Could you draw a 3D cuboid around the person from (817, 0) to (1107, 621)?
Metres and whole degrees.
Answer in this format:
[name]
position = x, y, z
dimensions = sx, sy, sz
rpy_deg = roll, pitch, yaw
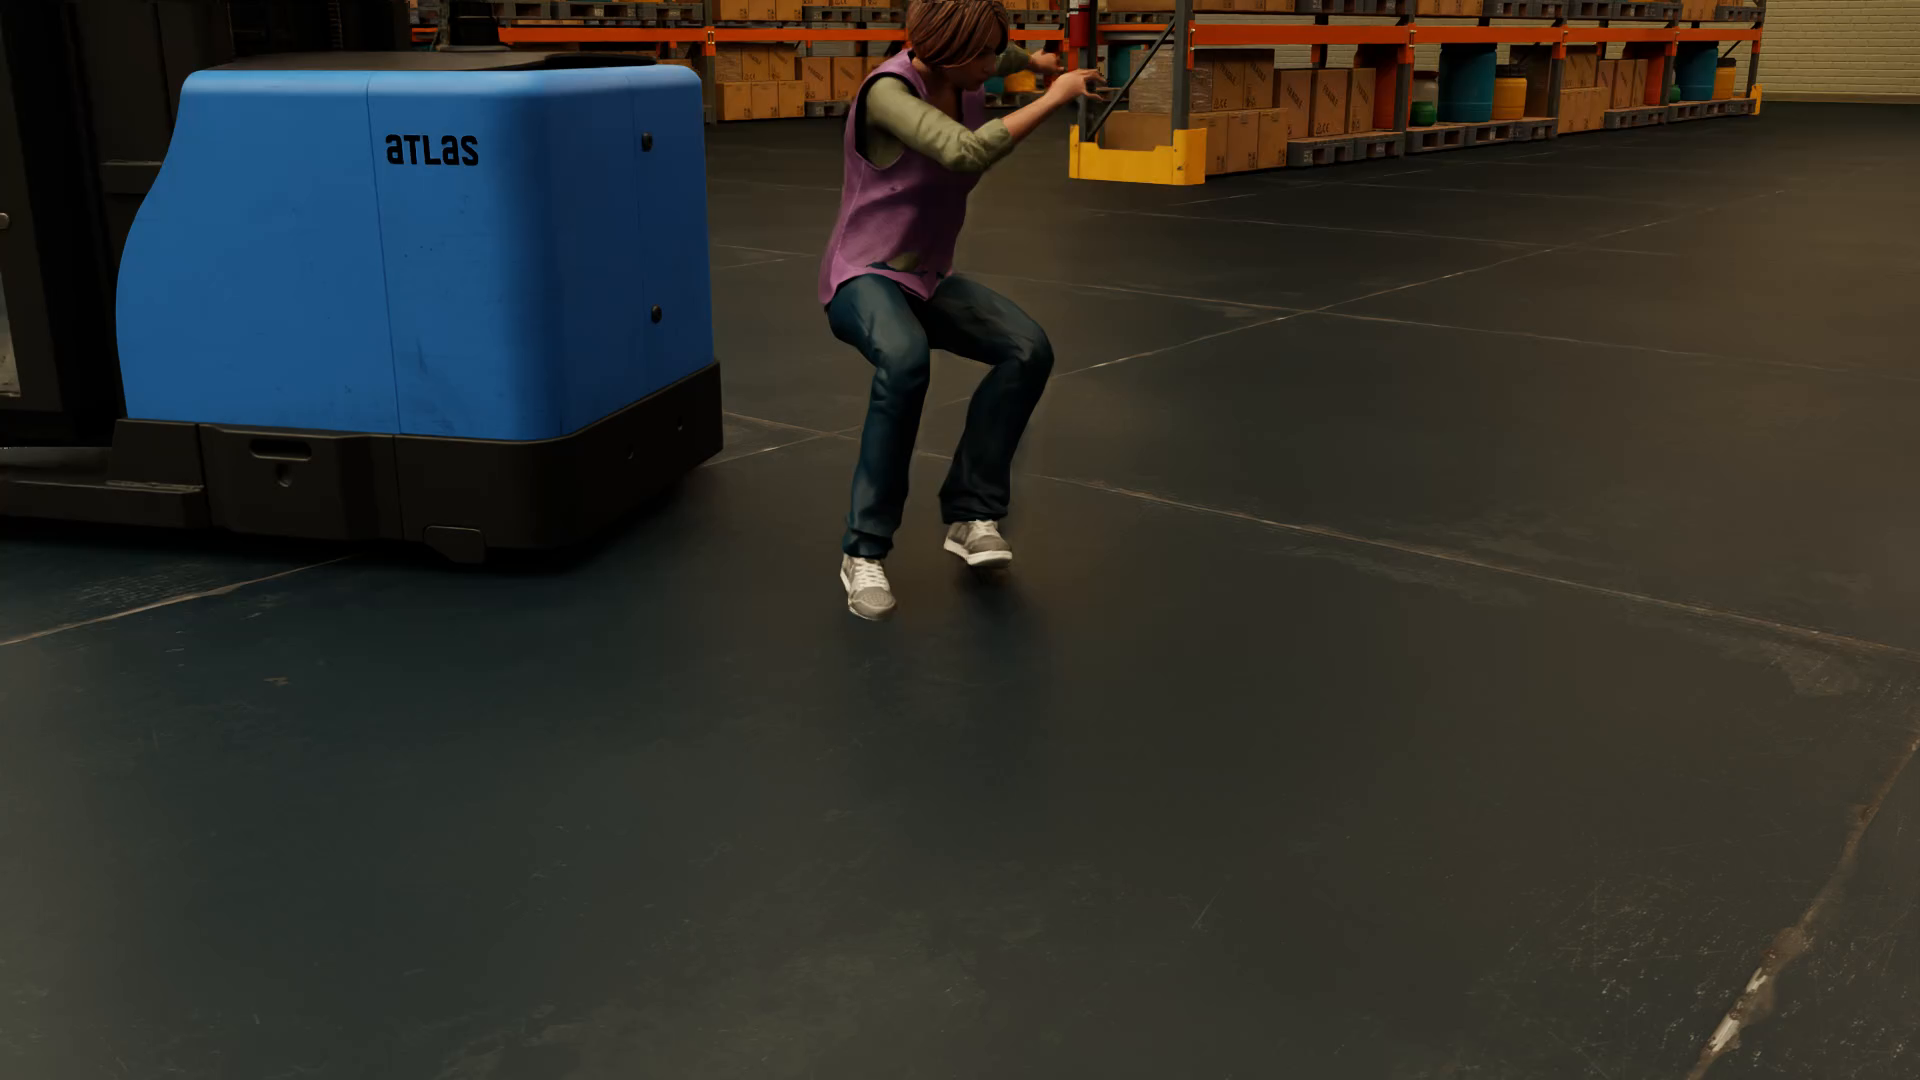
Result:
[person]
position = 0.046, -0.603, 3.799
dimensions = 0.639, 1.282, 1.223
rpy_deg = 14, 22, 38

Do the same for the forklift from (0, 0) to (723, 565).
[forklift]
position = -2.215, -1.556, 4.021
dimensions = 3.031, 2.935, 1.130
rpy_deg = 4, 17, 13
